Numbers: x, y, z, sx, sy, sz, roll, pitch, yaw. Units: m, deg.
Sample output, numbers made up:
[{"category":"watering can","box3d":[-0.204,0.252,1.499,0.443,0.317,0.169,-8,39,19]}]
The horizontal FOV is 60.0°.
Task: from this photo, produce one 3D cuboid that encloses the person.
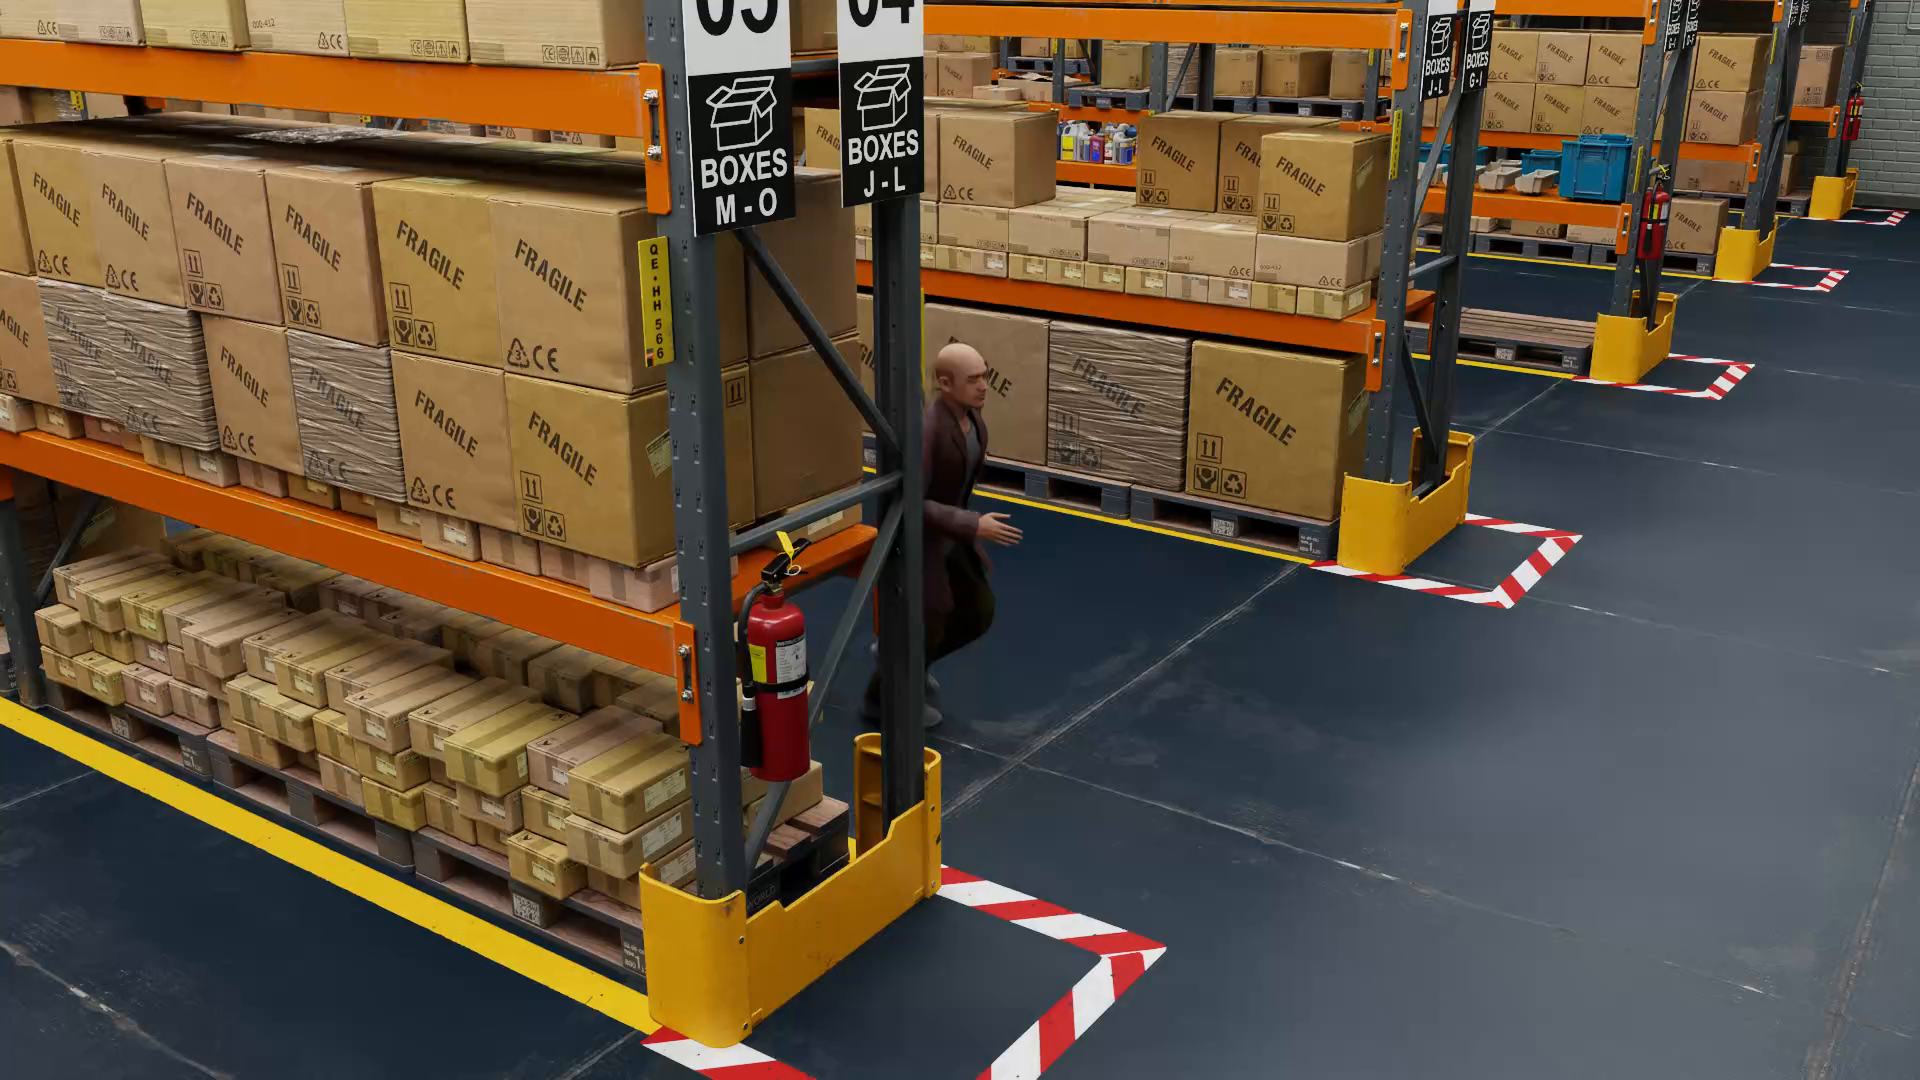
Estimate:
[{"category":"person","box3d":[-0.089,0.010,6.690,0.792,1.676,0.678,11,22,28]}]
